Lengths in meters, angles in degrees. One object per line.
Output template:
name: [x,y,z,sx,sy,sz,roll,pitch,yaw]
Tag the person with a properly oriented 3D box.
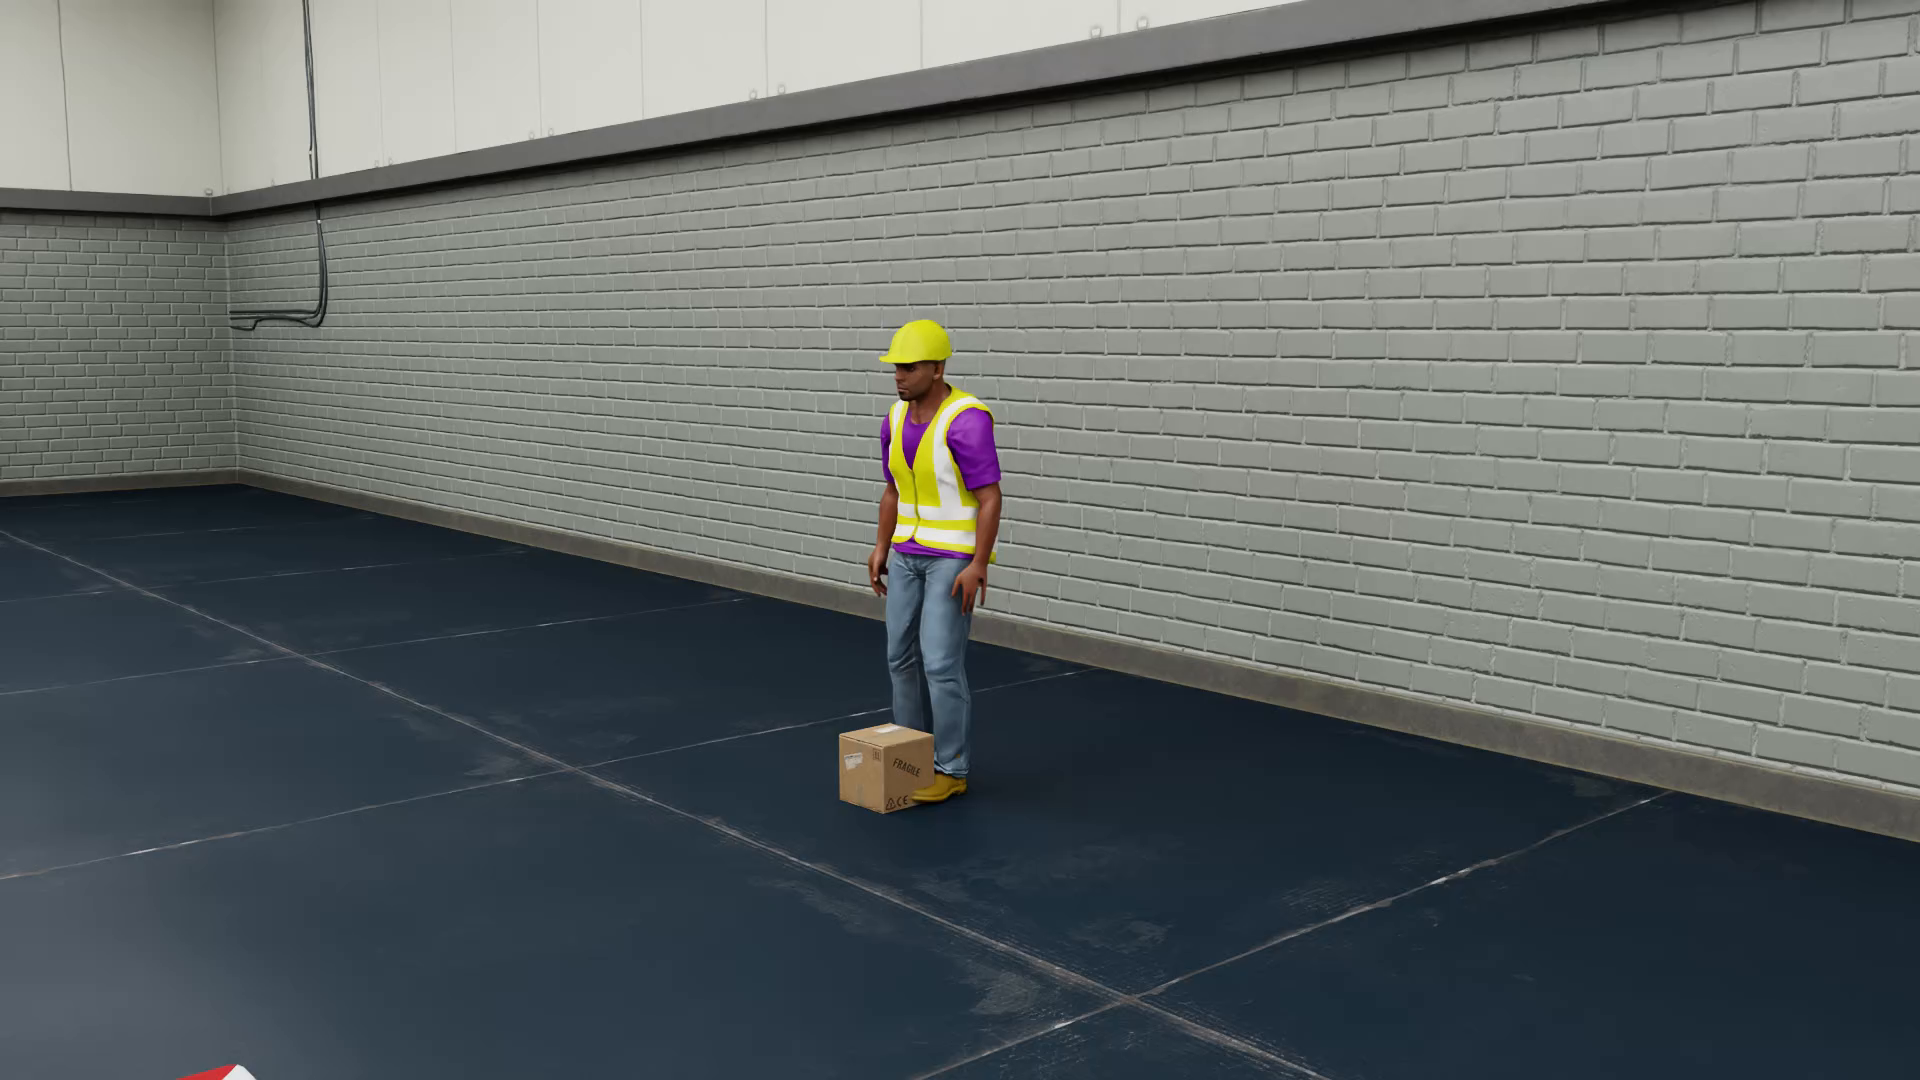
person: [-0.109,0.069,6.173,0.459,1.761,0.626,-6,10,-41]
